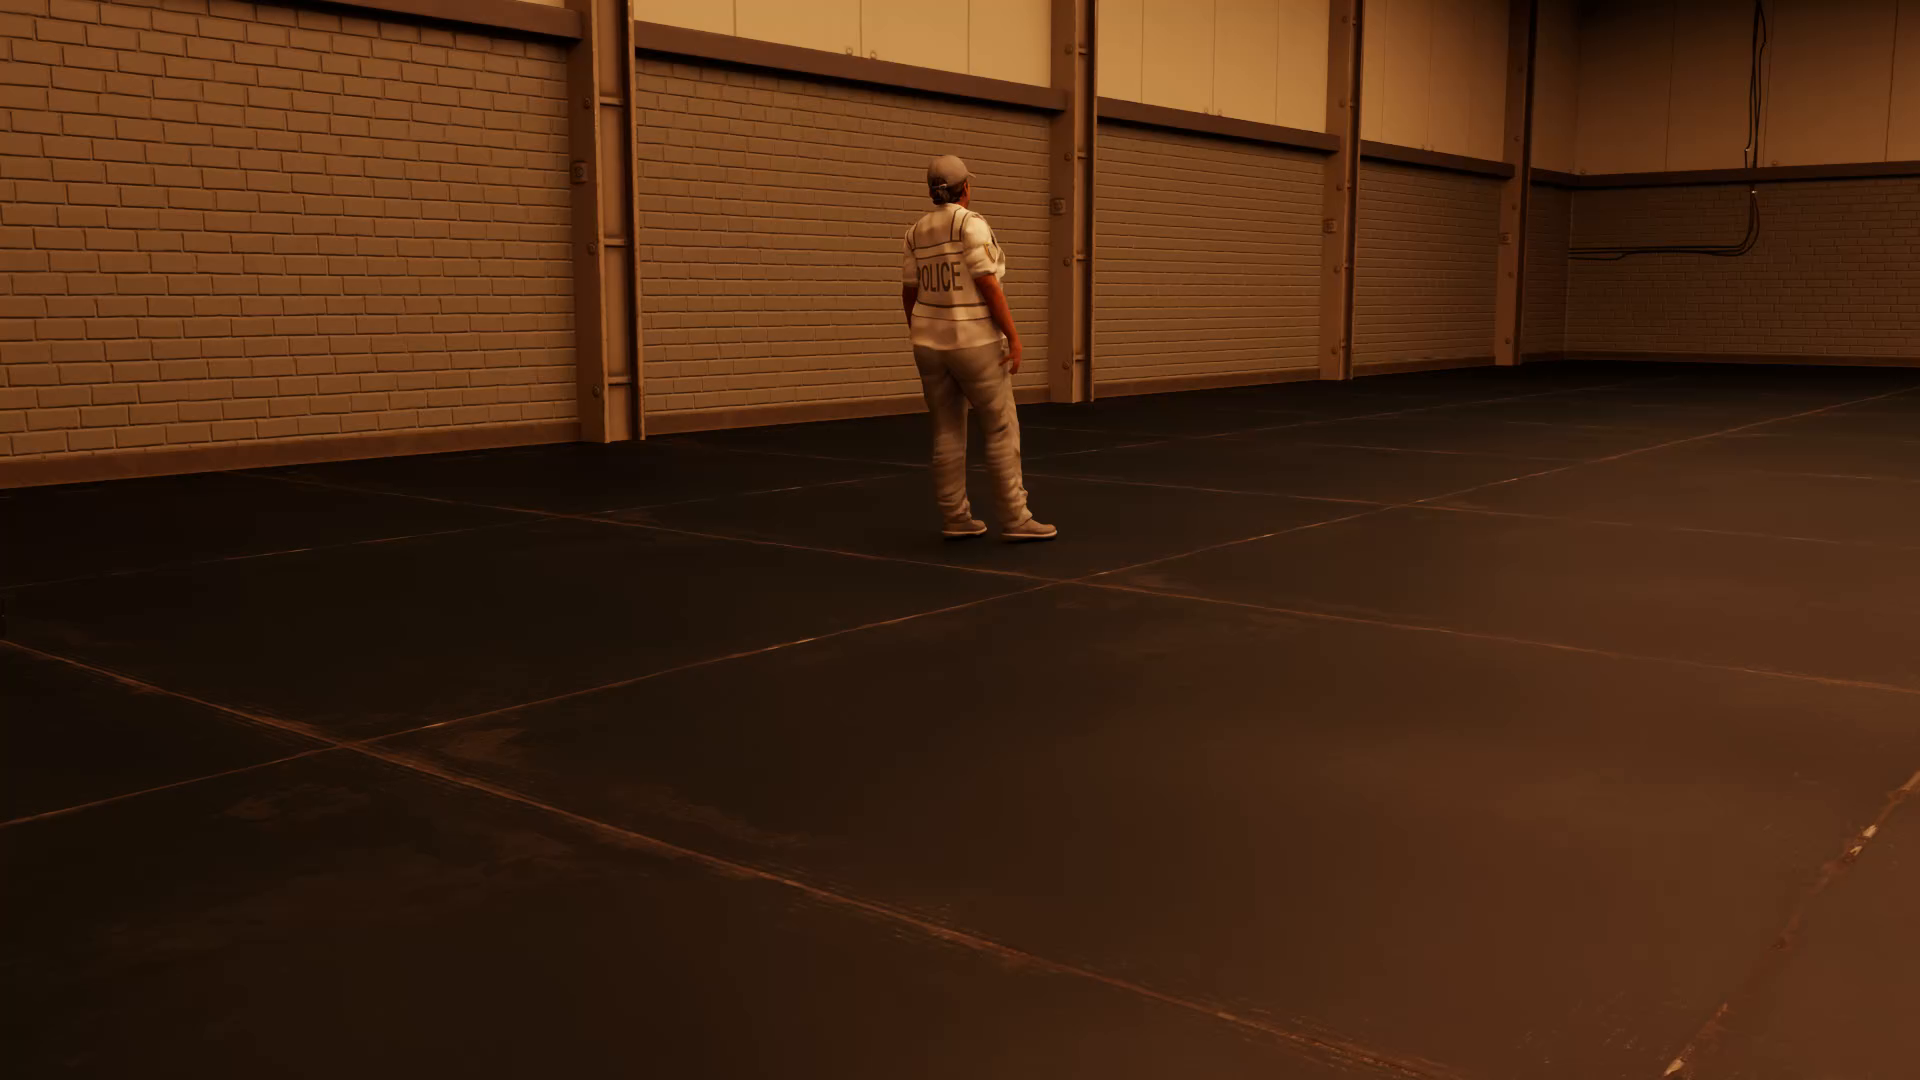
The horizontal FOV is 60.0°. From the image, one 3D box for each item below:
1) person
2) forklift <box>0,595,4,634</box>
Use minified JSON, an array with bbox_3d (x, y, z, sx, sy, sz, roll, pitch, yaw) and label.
[{"bbox_3d":[0.066,-0.838,7.328,0.598,1.670,0.529,7,11,38],"label":"person"},{"bbox_3d":[-4.382,-1.033,4.342,3.031,2.935,1.130,-5,10,-33],"label":"forklift"}]
